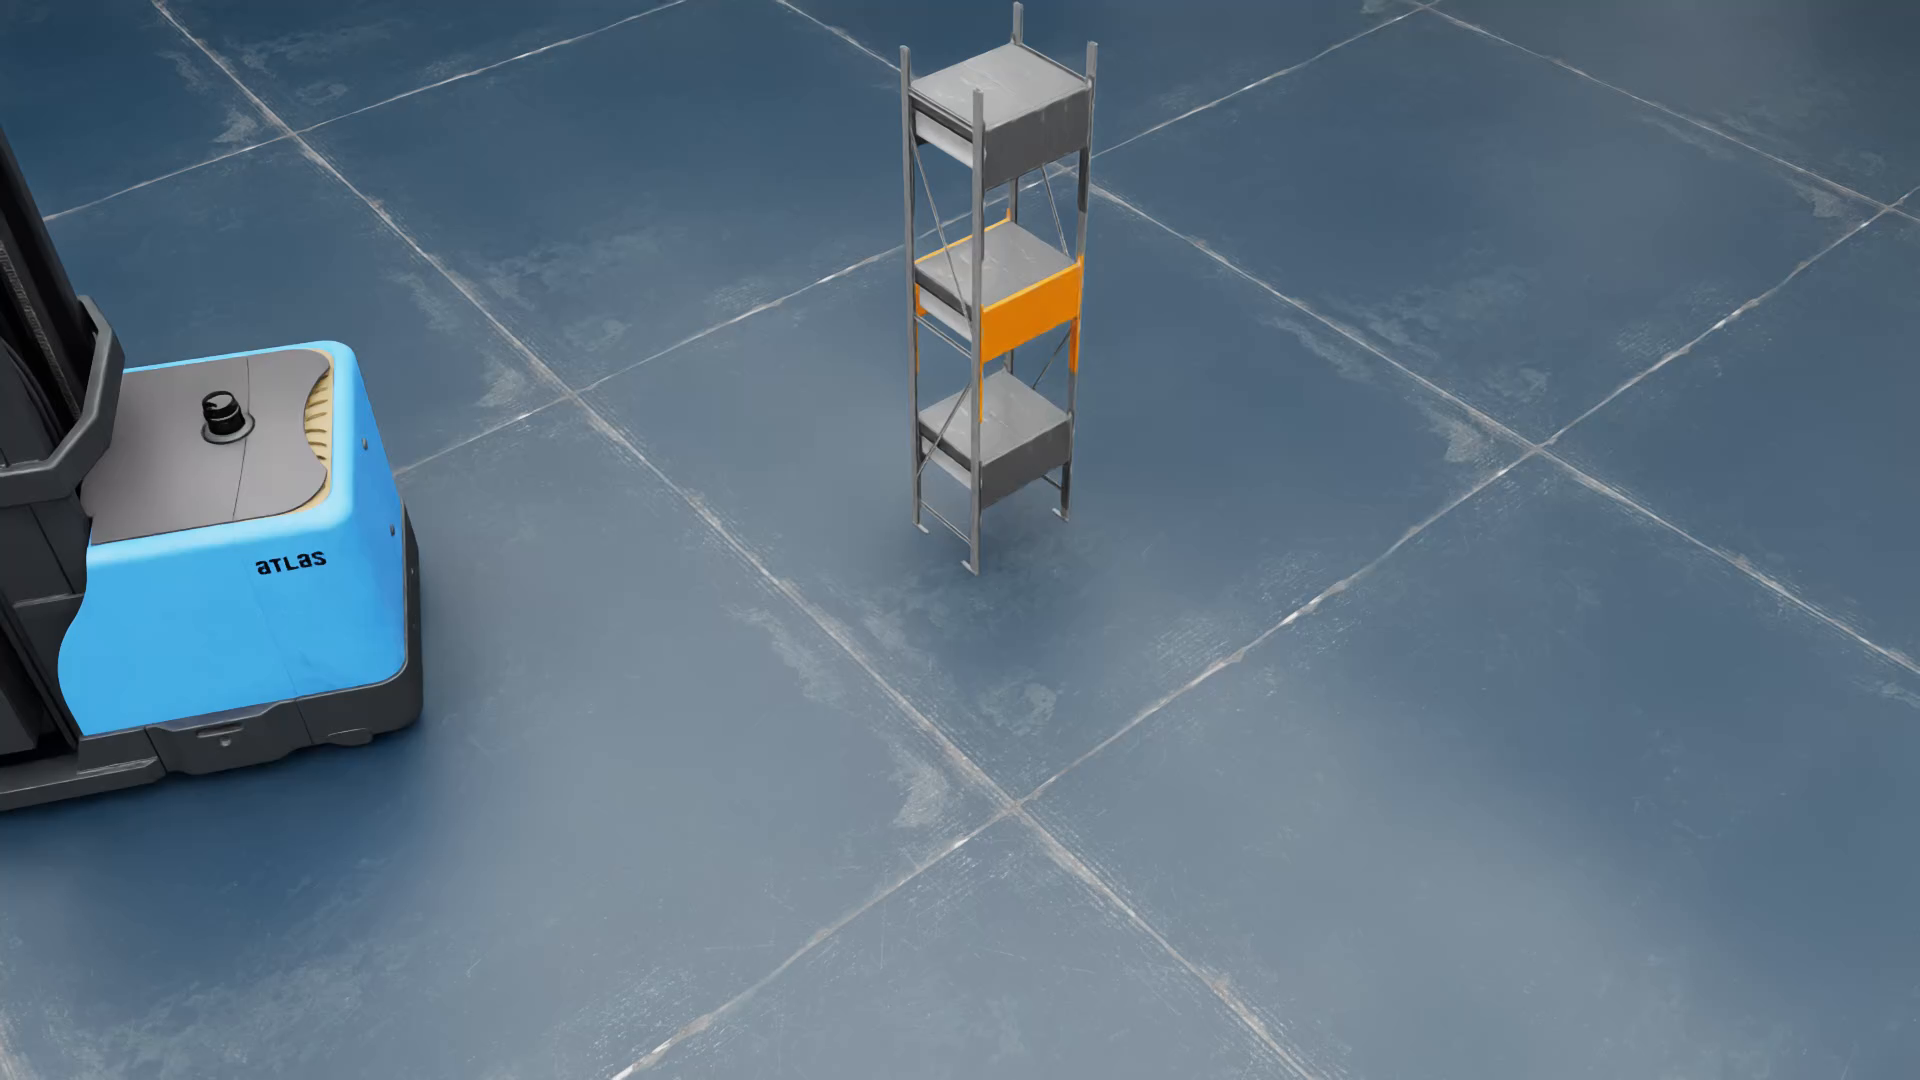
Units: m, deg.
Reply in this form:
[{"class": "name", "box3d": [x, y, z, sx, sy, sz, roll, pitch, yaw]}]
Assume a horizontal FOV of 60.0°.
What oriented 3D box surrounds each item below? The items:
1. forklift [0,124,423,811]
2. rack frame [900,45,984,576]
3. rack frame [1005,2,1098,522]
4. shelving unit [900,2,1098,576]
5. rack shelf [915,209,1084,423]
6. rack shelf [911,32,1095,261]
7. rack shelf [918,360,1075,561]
[{"class": "forklift", "box3d": [-3.514, -0.443, 5.080, 3.031, 2.935, 1.130, -10, 44, -11]}, {"class": "rack frame", "box3d": [-0.060, -0.731, 5.994, 0.015, 2.100, 0.400, -30, 51, -28]}, {"class": "rack frame", "box3d": [0.314, -0.945, 6.223, 0.015, 2.100, 0.400, -30, 51, -28]}, {"class": "shelving unit", "box3d": [0.127, -0.838, 6.109, 0.503, 2.100, 0.431, -30, 51, -28]}, {"class": "rack shelf", "box3d": [0.127, -0.828, 6.118, 0.480, 0.518, 0.431, -30, 51, -28]}, {"class": "rack shelf", "box3d": [0.127, -1.338, 5.639, 0.480, 0.518, 0.431, -30, 51, -28]}, {"class": "rack shelf", "box3d": [0.127, -0.318, 6.597, 0.480, 0.518, 0.431, -30, 51, -28]}]
